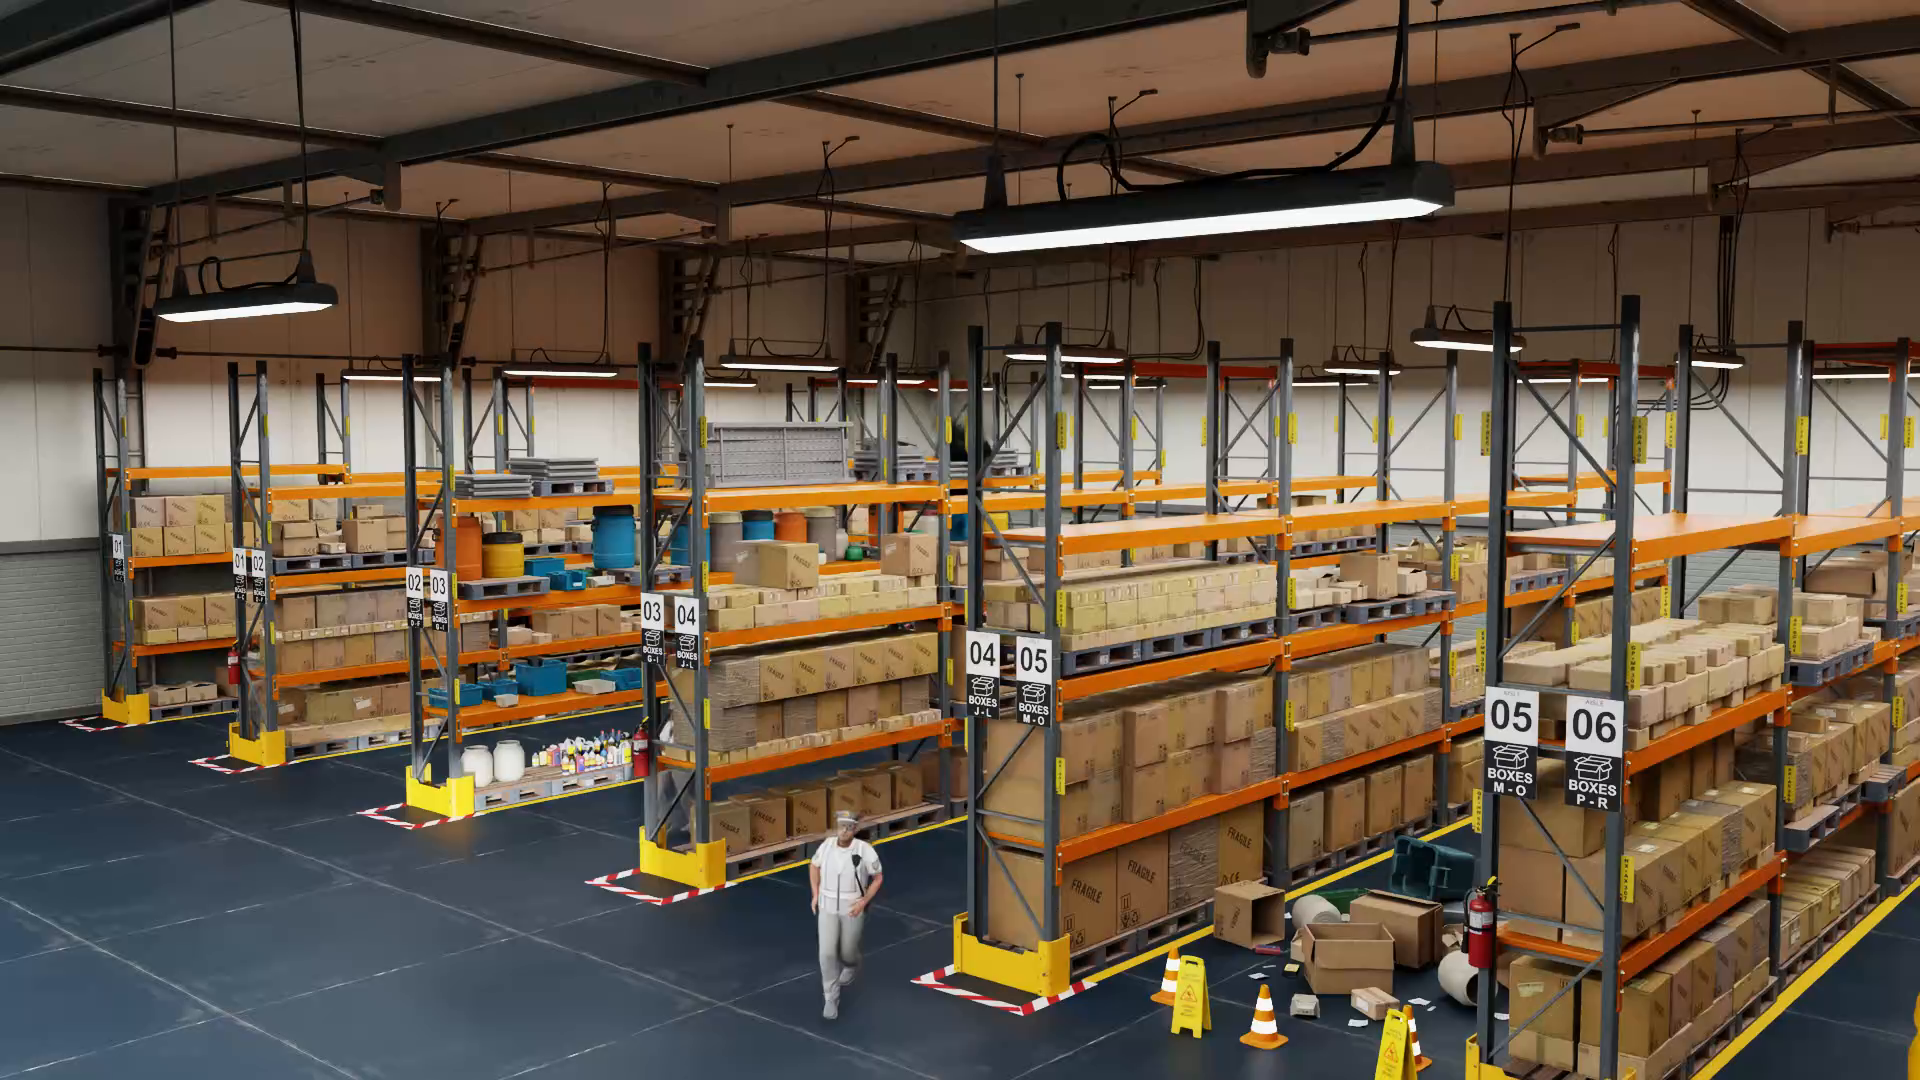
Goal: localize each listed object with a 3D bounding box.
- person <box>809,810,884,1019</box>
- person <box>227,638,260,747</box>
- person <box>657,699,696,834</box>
[{"bbox_3d":[-1.011,3.233,14.635,0.685,1.771,0.822,1,4,7],"label":"person"},{"bbox_3d":[-11.313,2.367,26.404,0.583,1.691,0.892,3,5,34],"label":"person"},{"bbox_3d":[-3.507,2.821,20.437,0.556,1.757,0.698,3,5,39],"label":"person"}]
